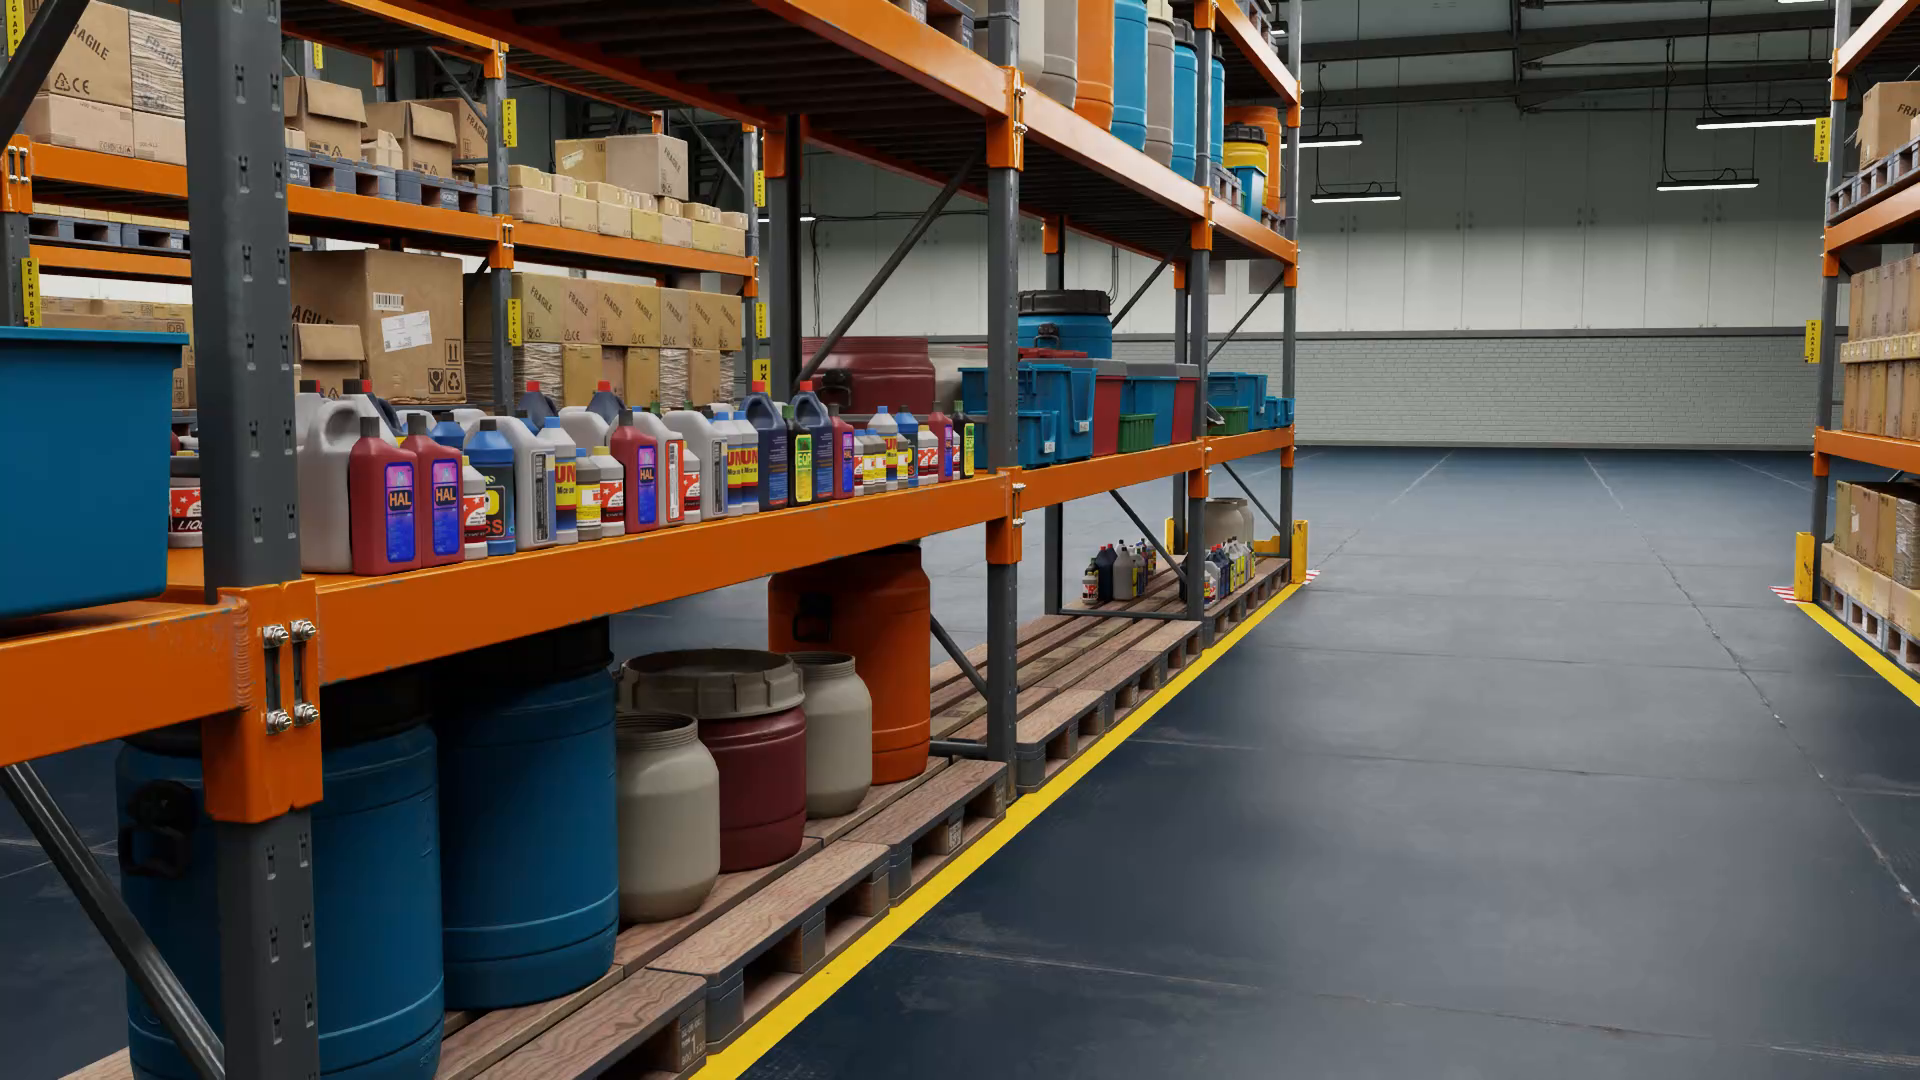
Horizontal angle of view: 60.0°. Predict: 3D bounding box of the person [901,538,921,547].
[{"bbox_3d":[-0.430,-0.210,10.930,0.540,1.681,0.460,2,6,19],"label":"person"}]
